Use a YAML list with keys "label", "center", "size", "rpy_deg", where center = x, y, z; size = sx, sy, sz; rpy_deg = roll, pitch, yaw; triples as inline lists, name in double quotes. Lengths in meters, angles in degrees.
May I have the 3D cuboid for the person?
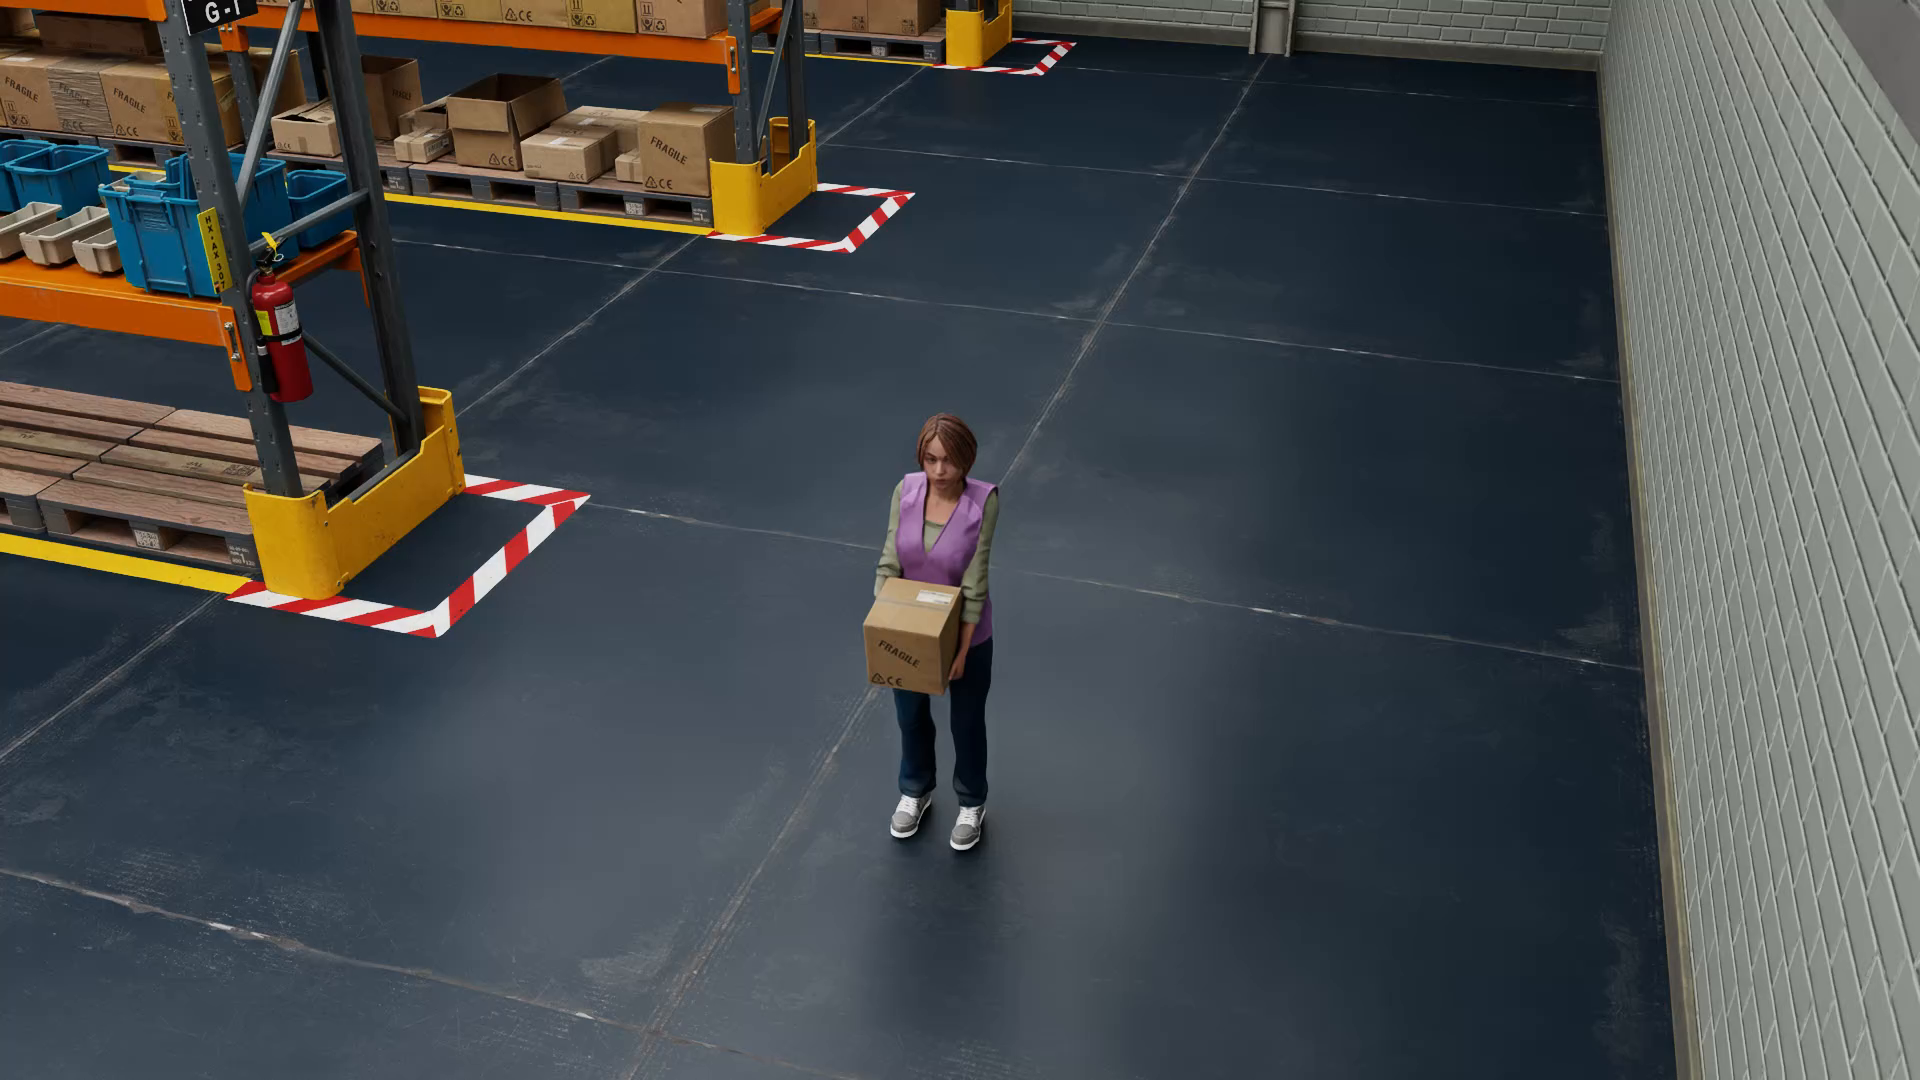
- label: "person"
  center: [-0.063, 0.420, 5.632]
  size: [0.375, 1.374, 0.362]
  rpy_deg: [8, 31, 15]
